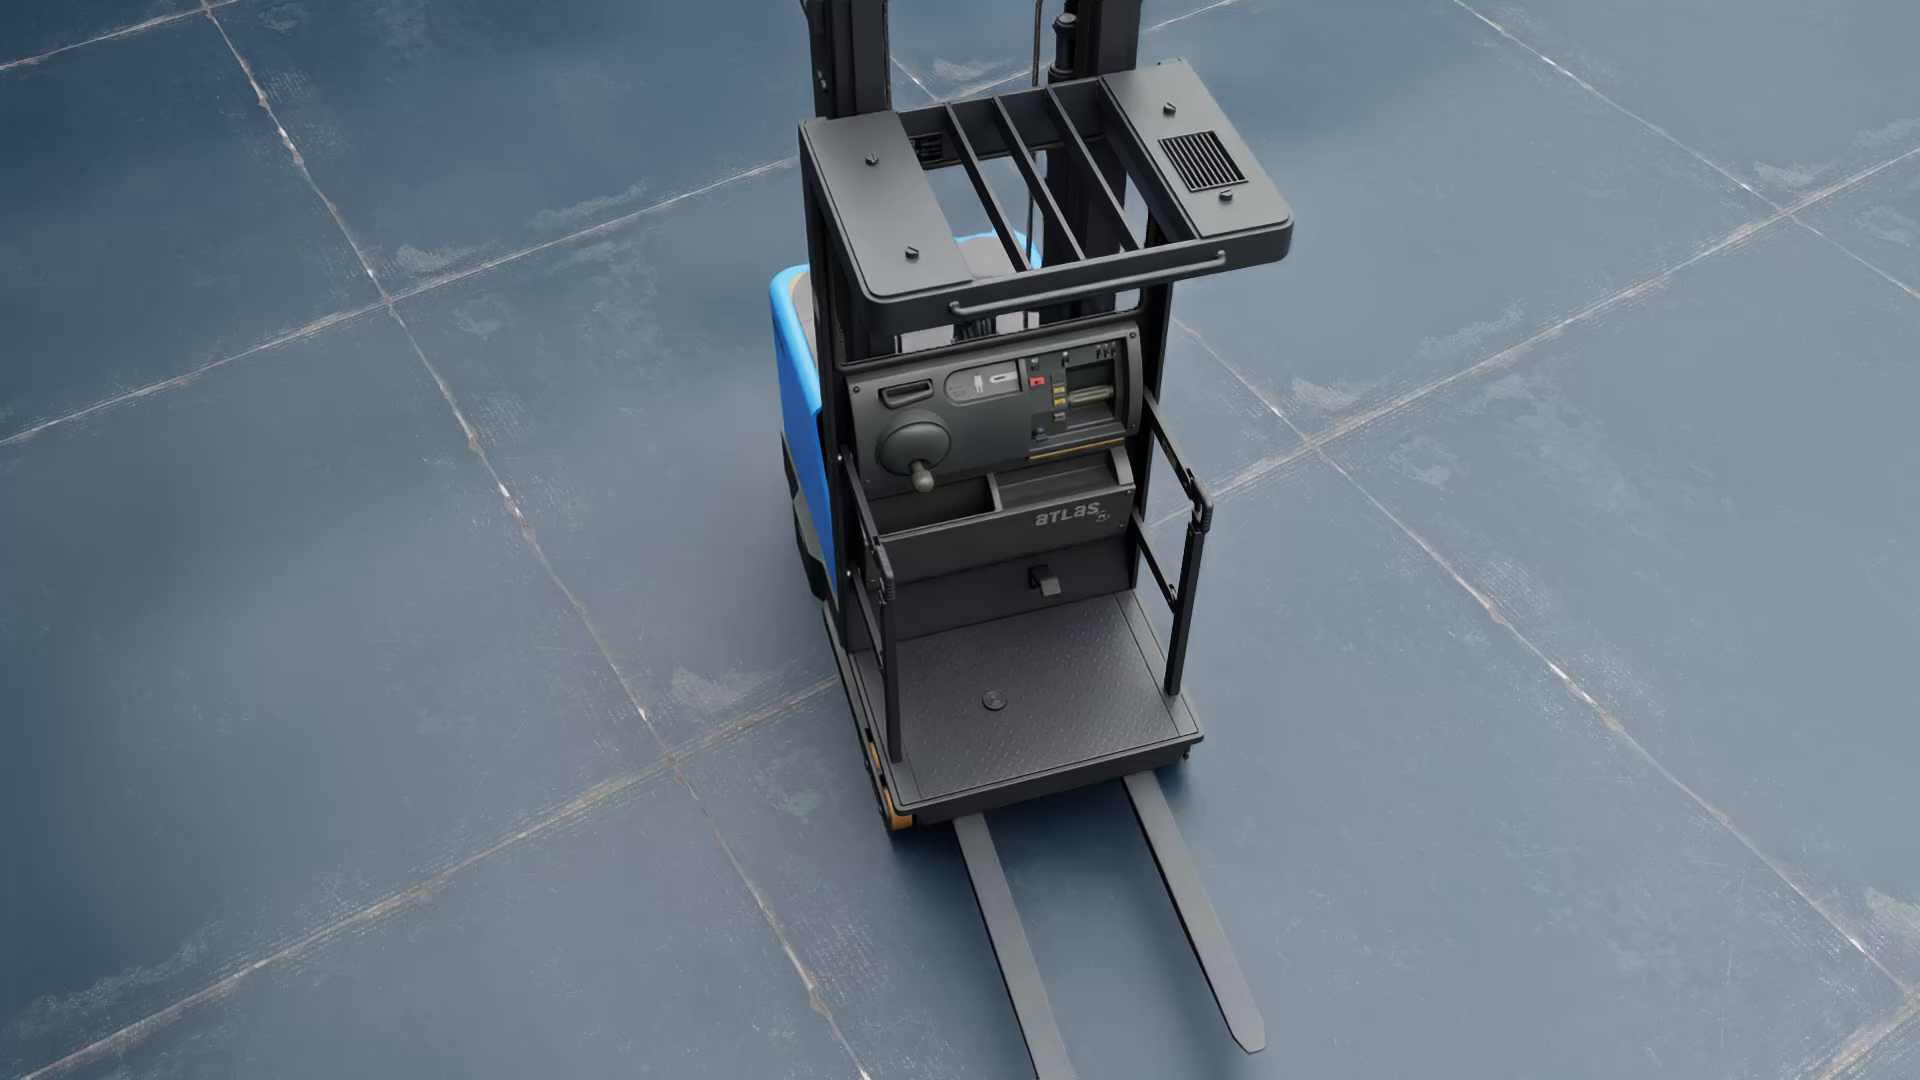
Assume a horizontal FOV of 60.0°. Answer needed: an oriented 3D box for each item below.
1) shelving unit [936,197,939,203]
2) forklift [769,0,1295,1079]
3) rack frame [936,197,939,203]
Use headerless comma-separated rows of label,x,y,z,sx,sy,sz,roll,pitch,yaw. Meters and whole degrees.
shelving unit,-0.202,-0.939,6.728,0.189,1.200,0.258,-12,49,-11
forklift,0.181,-0.304,5.003,1.130,2.935,3.031,-12,49,-11
rack frame,-0.114,-0.958,6.745,0.006,1.200,0.240,-12,49,-11
